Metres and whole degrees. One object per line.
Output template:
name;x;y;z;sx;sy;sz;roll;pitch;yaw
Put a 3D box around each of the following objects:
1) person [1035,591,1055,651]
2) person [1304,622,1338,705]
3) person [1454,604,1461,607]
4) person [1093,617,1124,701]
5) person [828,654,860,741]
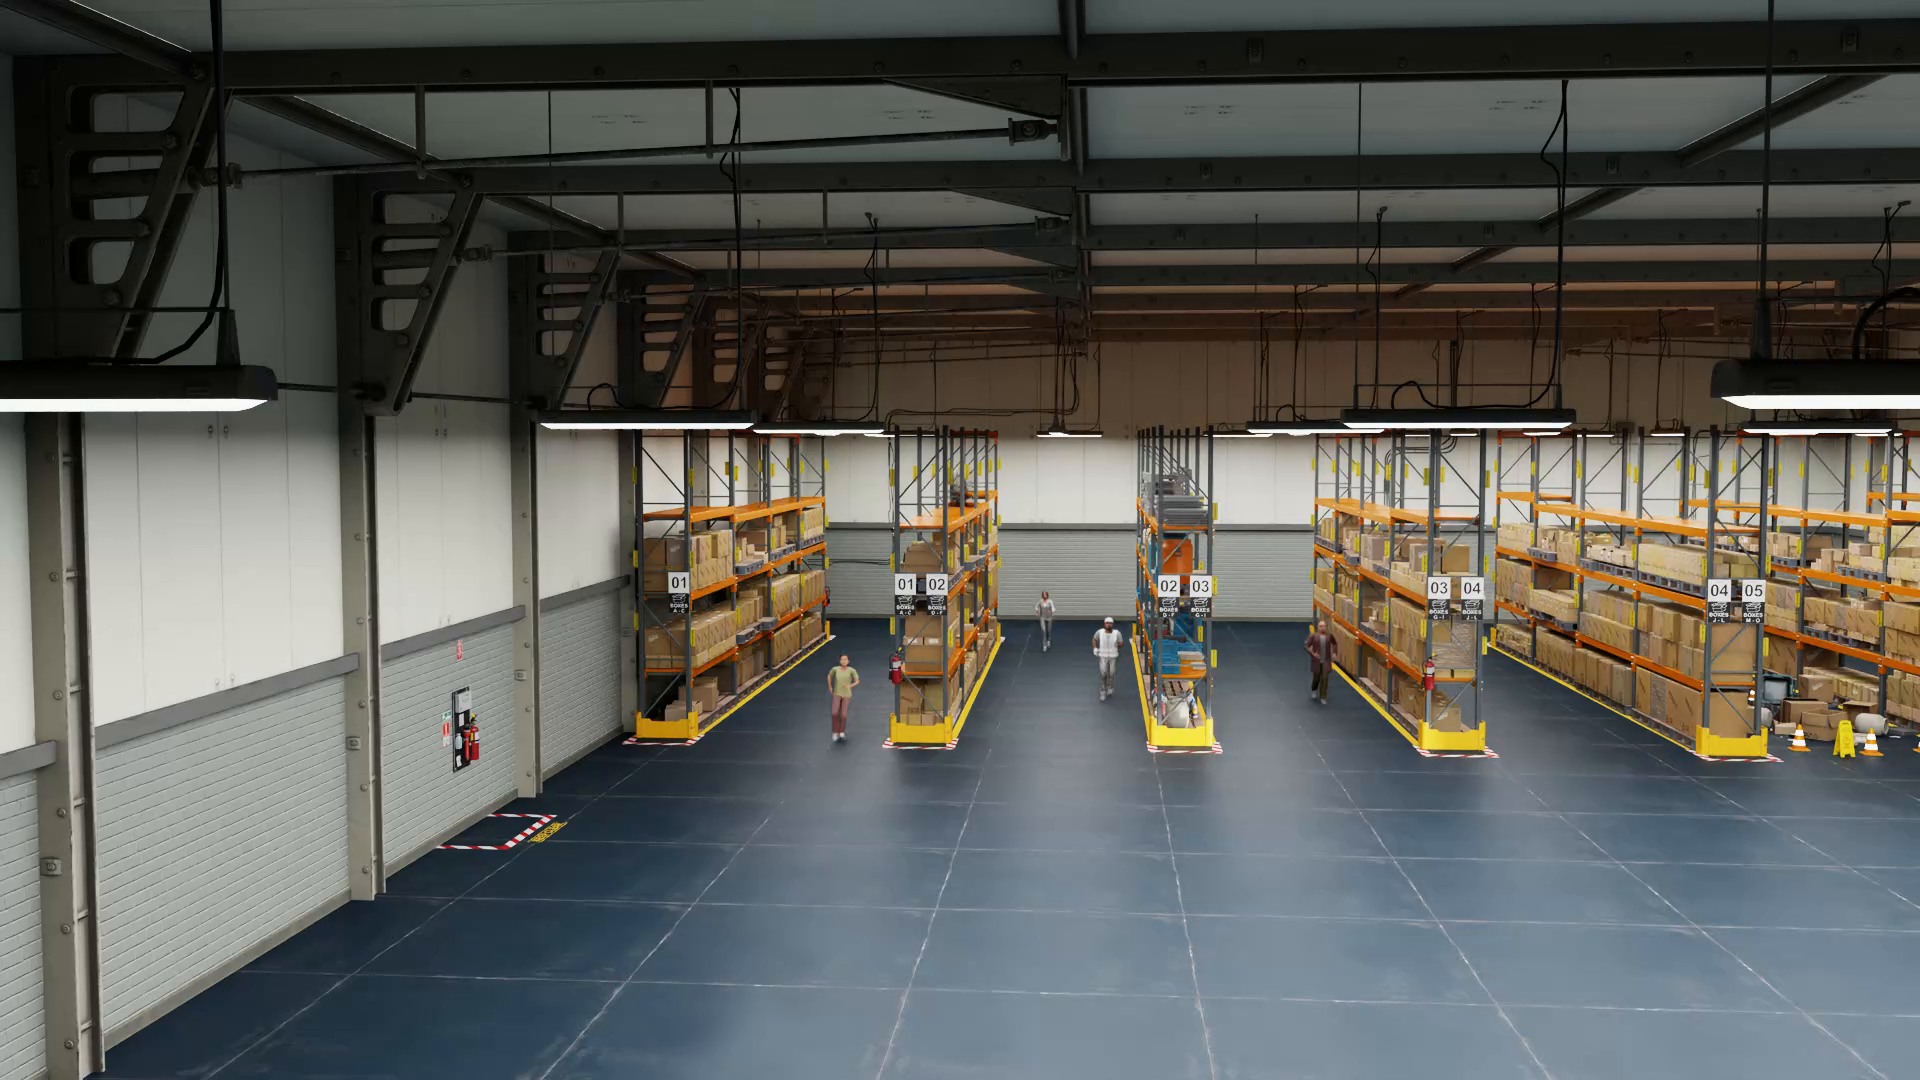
person;2.325;2.291;45.354;0.547;1.377;0.817;0;3;2
person;7.881;2.661;36.278;0.736;1.786;0.890;0;3;3
person;13.533;2.102;46.110;0.719;1.739;0.581;3;5;45
person;3.276;2.622;36.735;0.666;1.843;0.760;0;3;3
person;-2.228;3.010;31.758;0.622;1.703;0.591;0;3;1
